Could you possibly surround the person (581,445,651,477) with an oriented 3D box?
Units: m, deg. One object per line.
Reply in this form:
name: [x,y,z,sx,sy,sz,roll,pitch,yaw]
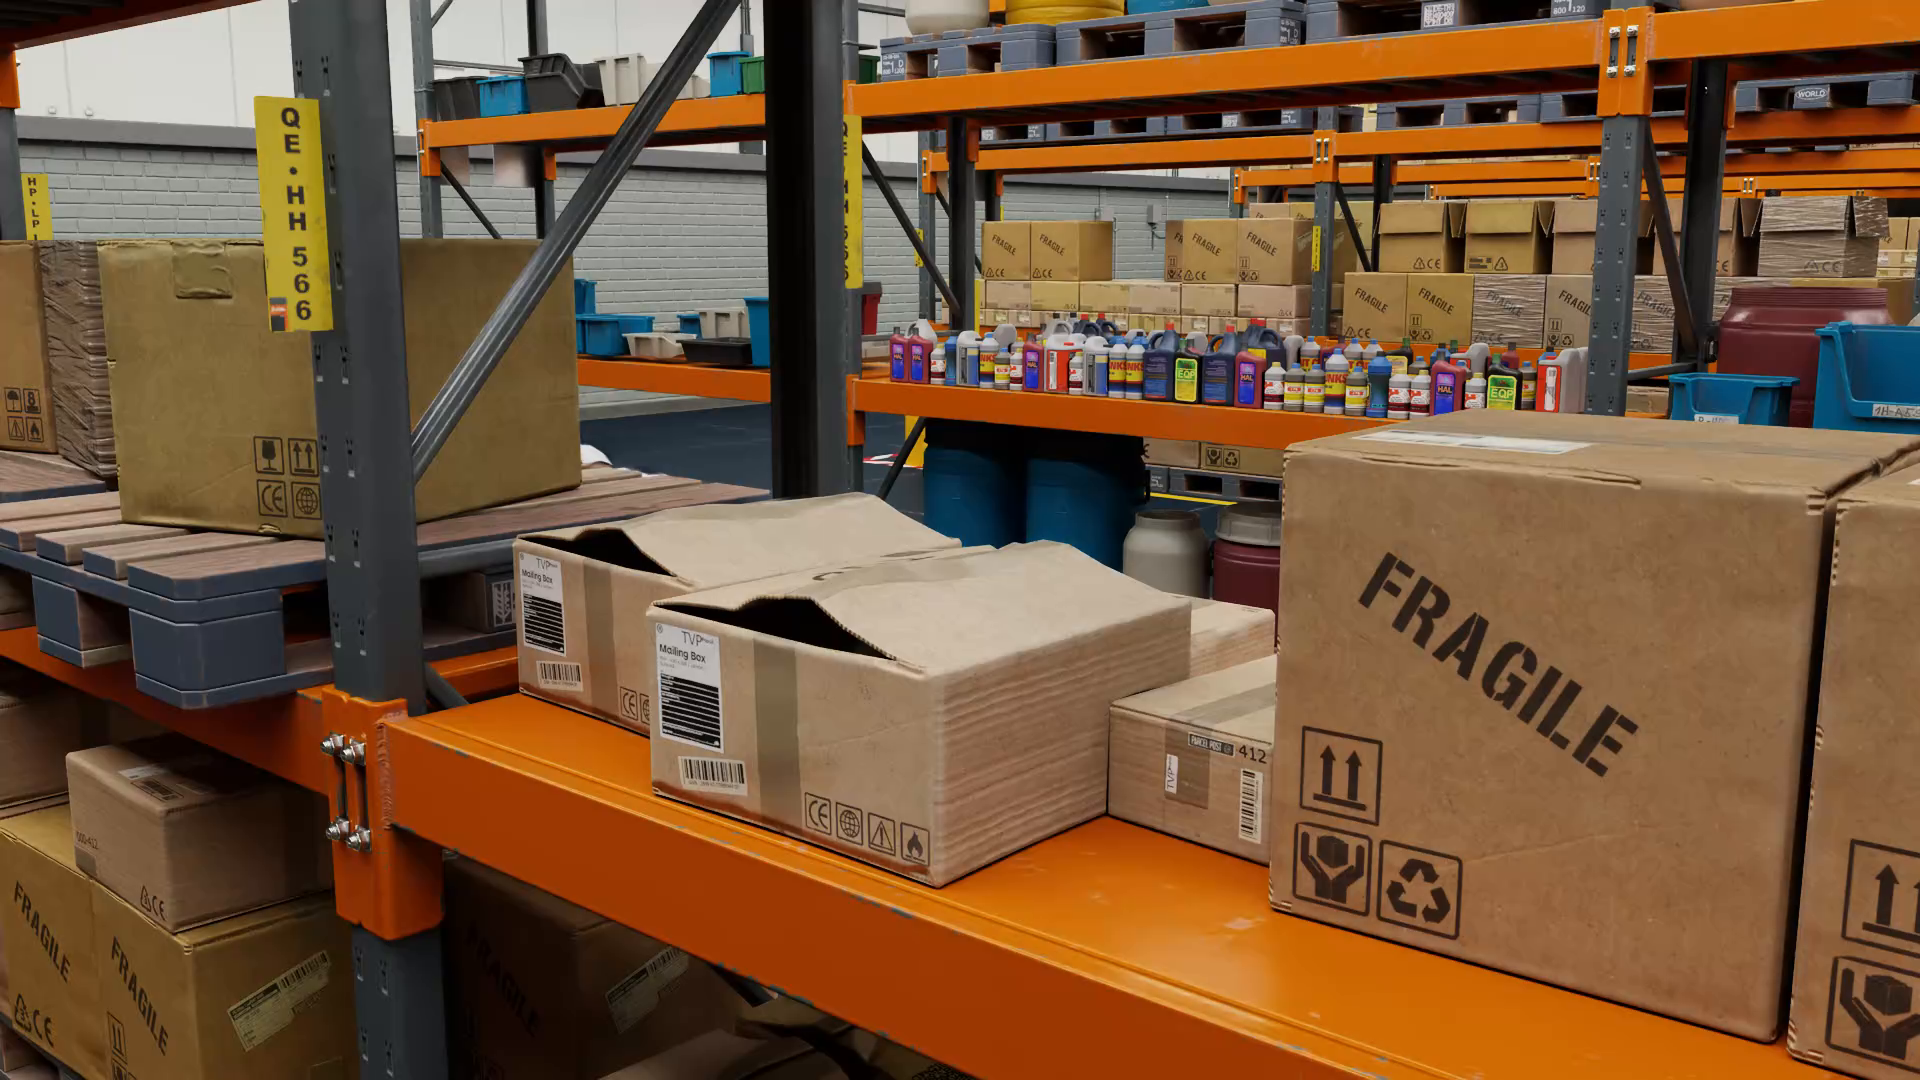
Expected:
person: [-1.339,0.210,6.931,0.859,1.168,0.596,9,13,41]
